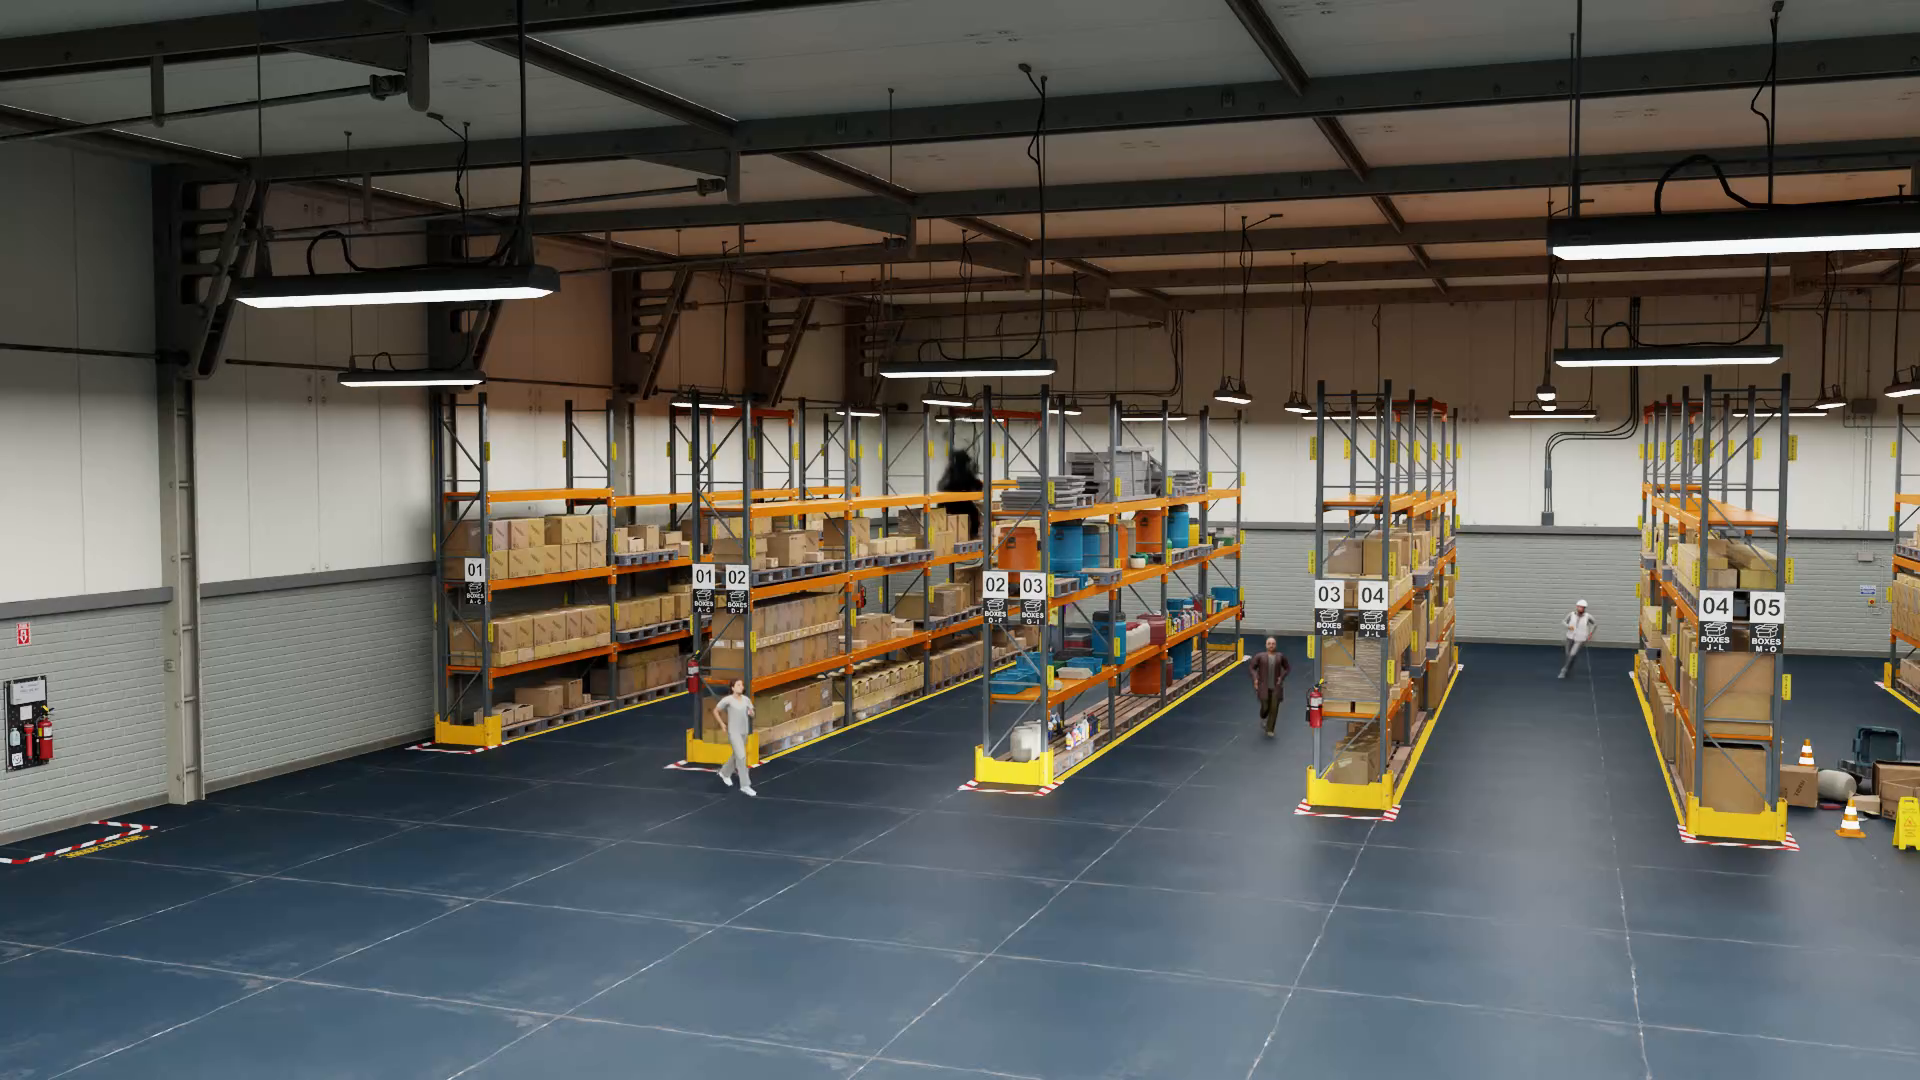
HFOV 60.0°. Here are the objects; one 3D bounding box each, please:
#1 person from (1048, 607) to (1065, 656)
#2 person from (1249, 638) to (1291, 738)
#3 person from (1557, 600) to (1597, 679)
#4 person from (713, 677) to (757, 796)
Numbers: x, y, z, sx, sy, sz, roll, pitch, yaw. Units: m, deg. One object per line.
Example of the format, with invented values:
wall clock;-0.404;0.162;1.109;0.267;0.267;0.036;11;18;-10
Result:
person;1.962;1.894;36.312;0.676;1.847;0.712;1;3;15
person;5.441;2.581;29.188;0.726;1.734;0.702;0;3;3
person;13.631;2.188;36.804;0.770;1.753;0.913;2;4;36
person;-3.260;2.842;24.337;0.948;1.672;0.557;3;4;42
